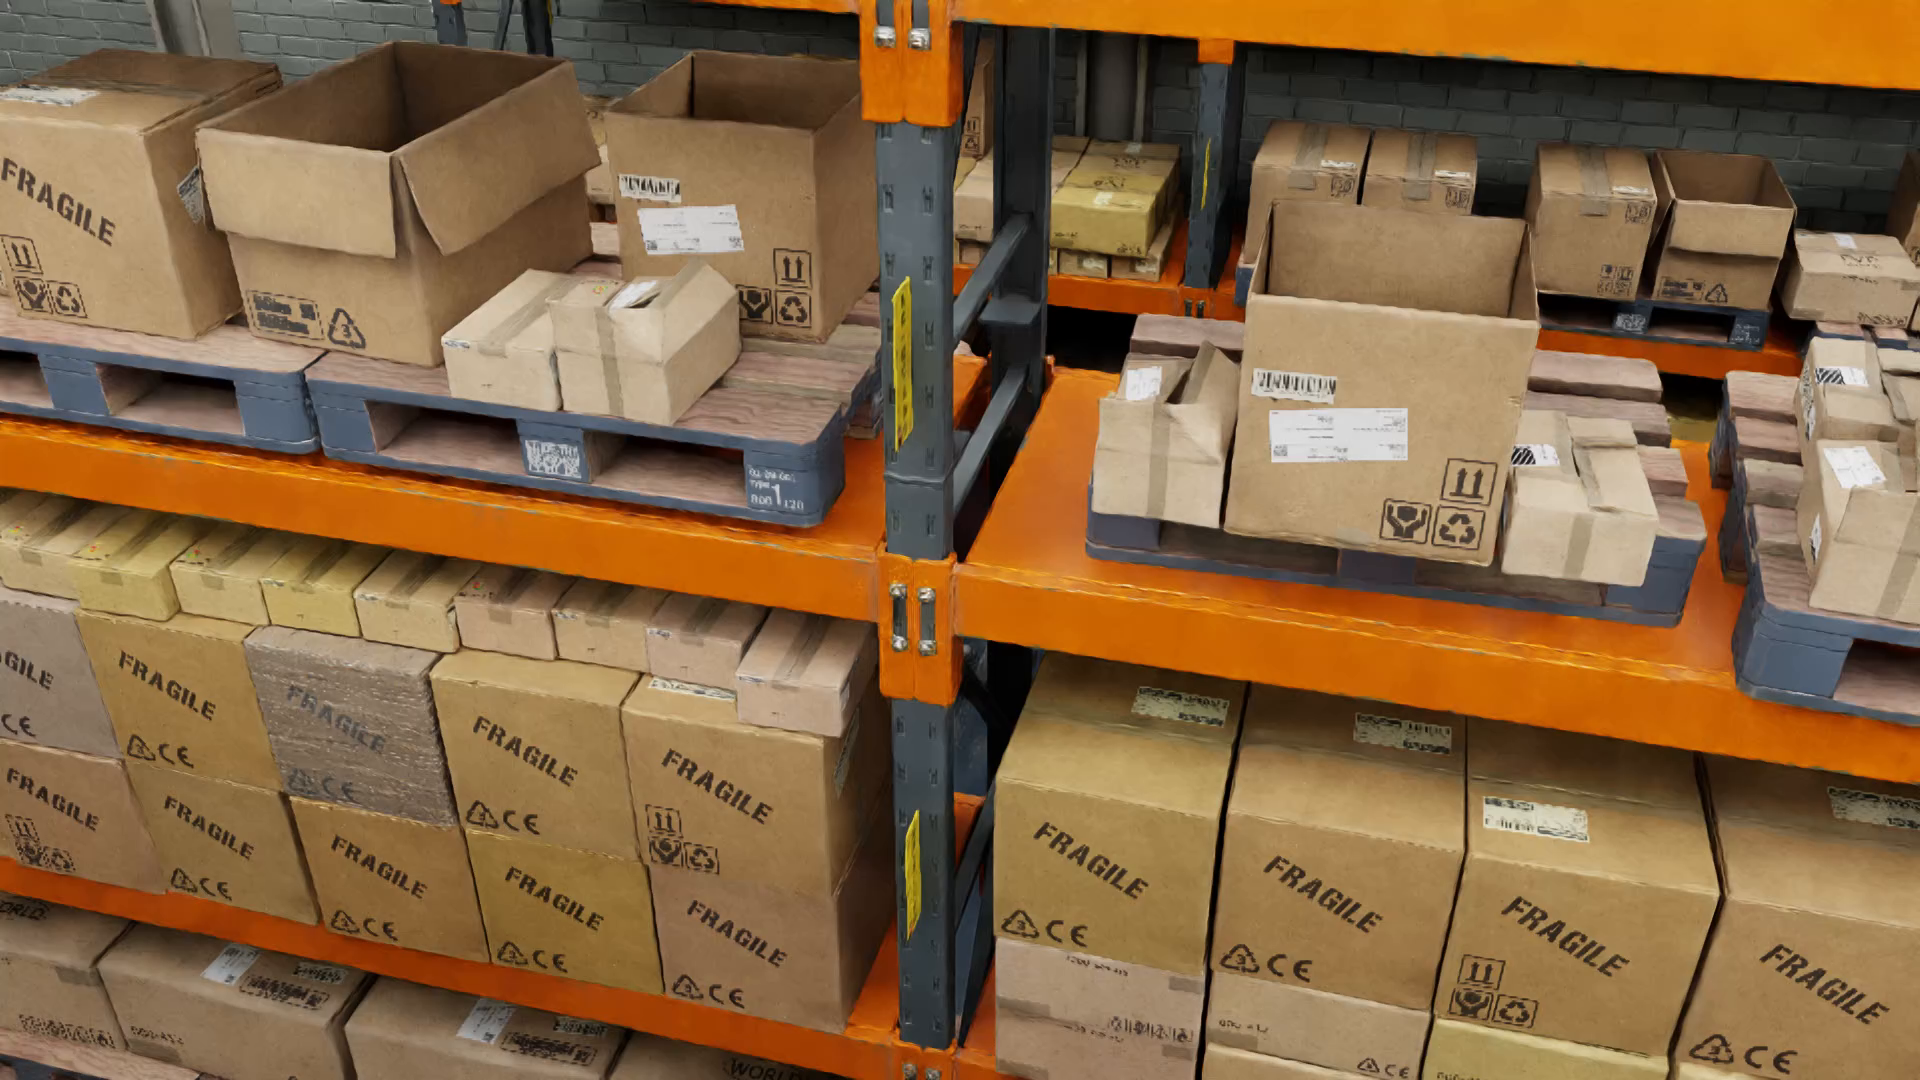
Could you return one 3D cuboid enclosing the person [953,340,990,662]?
[{"bbox_3d":[0.033,-0.100,7.304,0.641,1.778,0.466,3,33,5],"label":"person"}]
